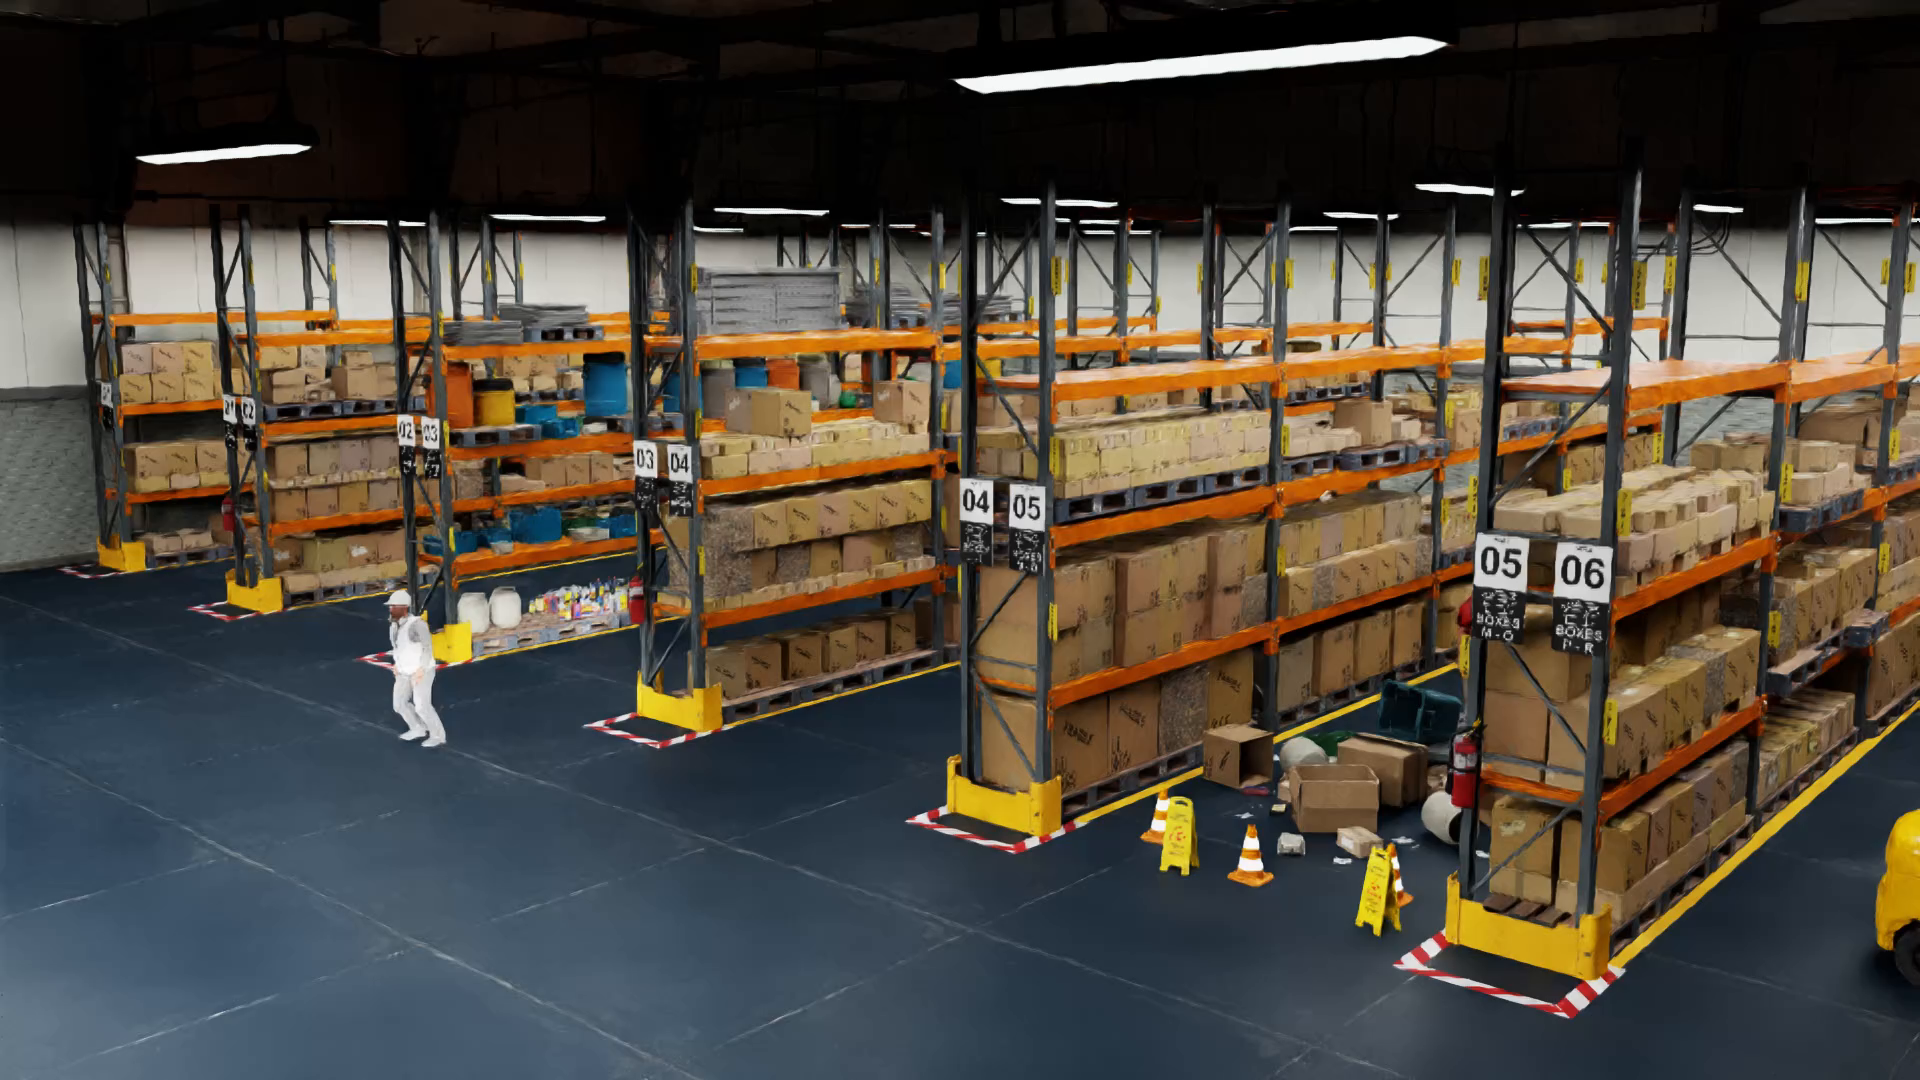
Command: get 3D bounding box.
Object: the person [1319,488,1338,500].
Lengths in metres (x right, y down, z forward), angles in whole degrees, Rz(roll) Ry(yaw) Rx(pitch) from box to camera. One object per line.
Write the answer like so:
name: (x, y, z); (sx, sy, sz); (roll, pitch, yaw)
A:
person: (5.926, -0.120, 26.601); (0.491, 1.763, 0.621); (4, 10, 25)

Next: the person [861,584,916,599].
person: (-1.042, -0.013, 24.399); (0.567, 1.735, 1.041); (8, 12, 40)

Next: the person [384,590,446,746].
person: (-5.885, 1.372, 17.887); (0.677, 1.726, 0.574); (7, 12, 38)

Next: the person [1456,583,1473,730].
person: (5.730, 1.240, 18.561); (0.588, 1.731, 0.487); (-4, 10, -24)
